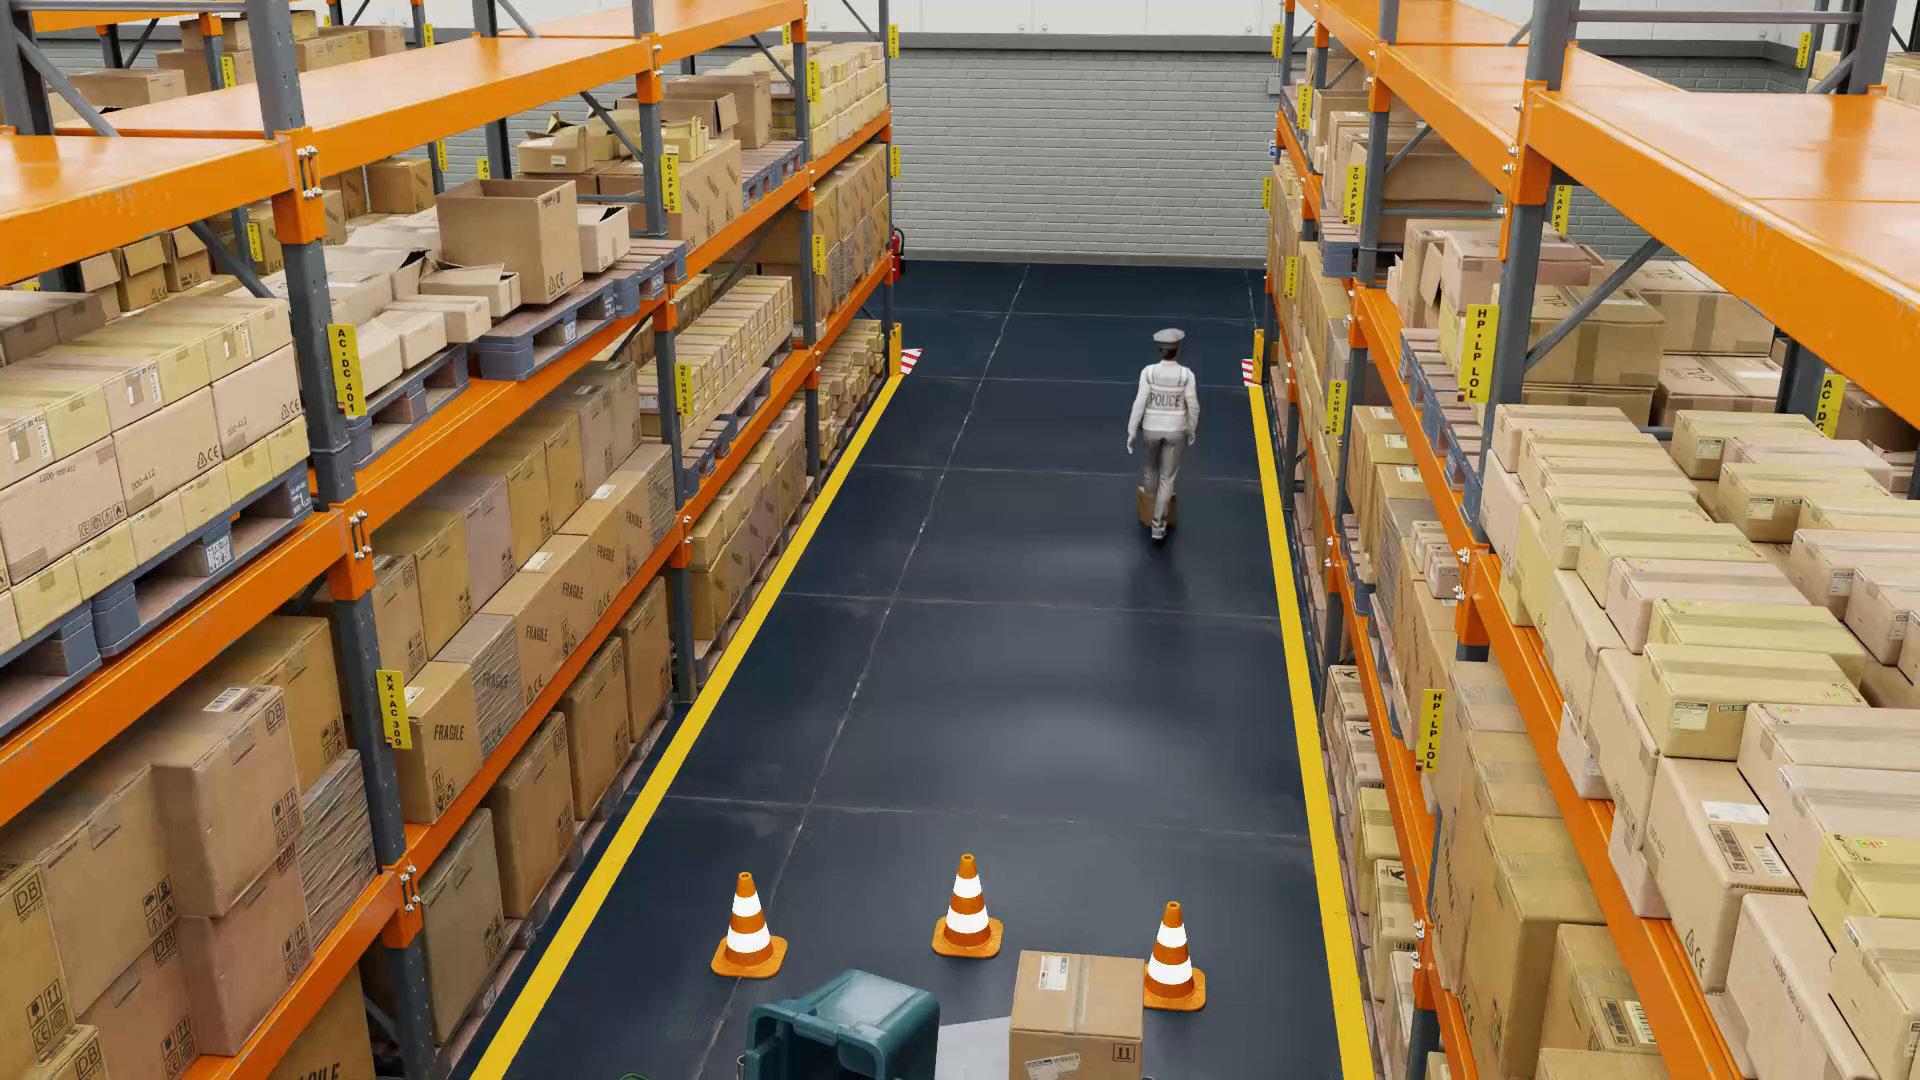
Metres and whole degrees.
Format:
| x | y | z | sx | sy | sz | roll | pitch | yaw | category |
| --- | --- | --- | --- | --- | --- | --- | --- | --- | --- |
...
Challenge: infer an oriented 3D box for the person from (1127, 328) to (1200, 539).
| x | y | z | sx | sy | sz | roll | pitch | yaw | category |
| --- | --- | --- | --- | --- | --- | --- | --- | --- | --- |
| 1.645 | -0.883 | 13.333 | 0.546 | 1.640 | 0.880 | 5 | 22 | 13 | person |
